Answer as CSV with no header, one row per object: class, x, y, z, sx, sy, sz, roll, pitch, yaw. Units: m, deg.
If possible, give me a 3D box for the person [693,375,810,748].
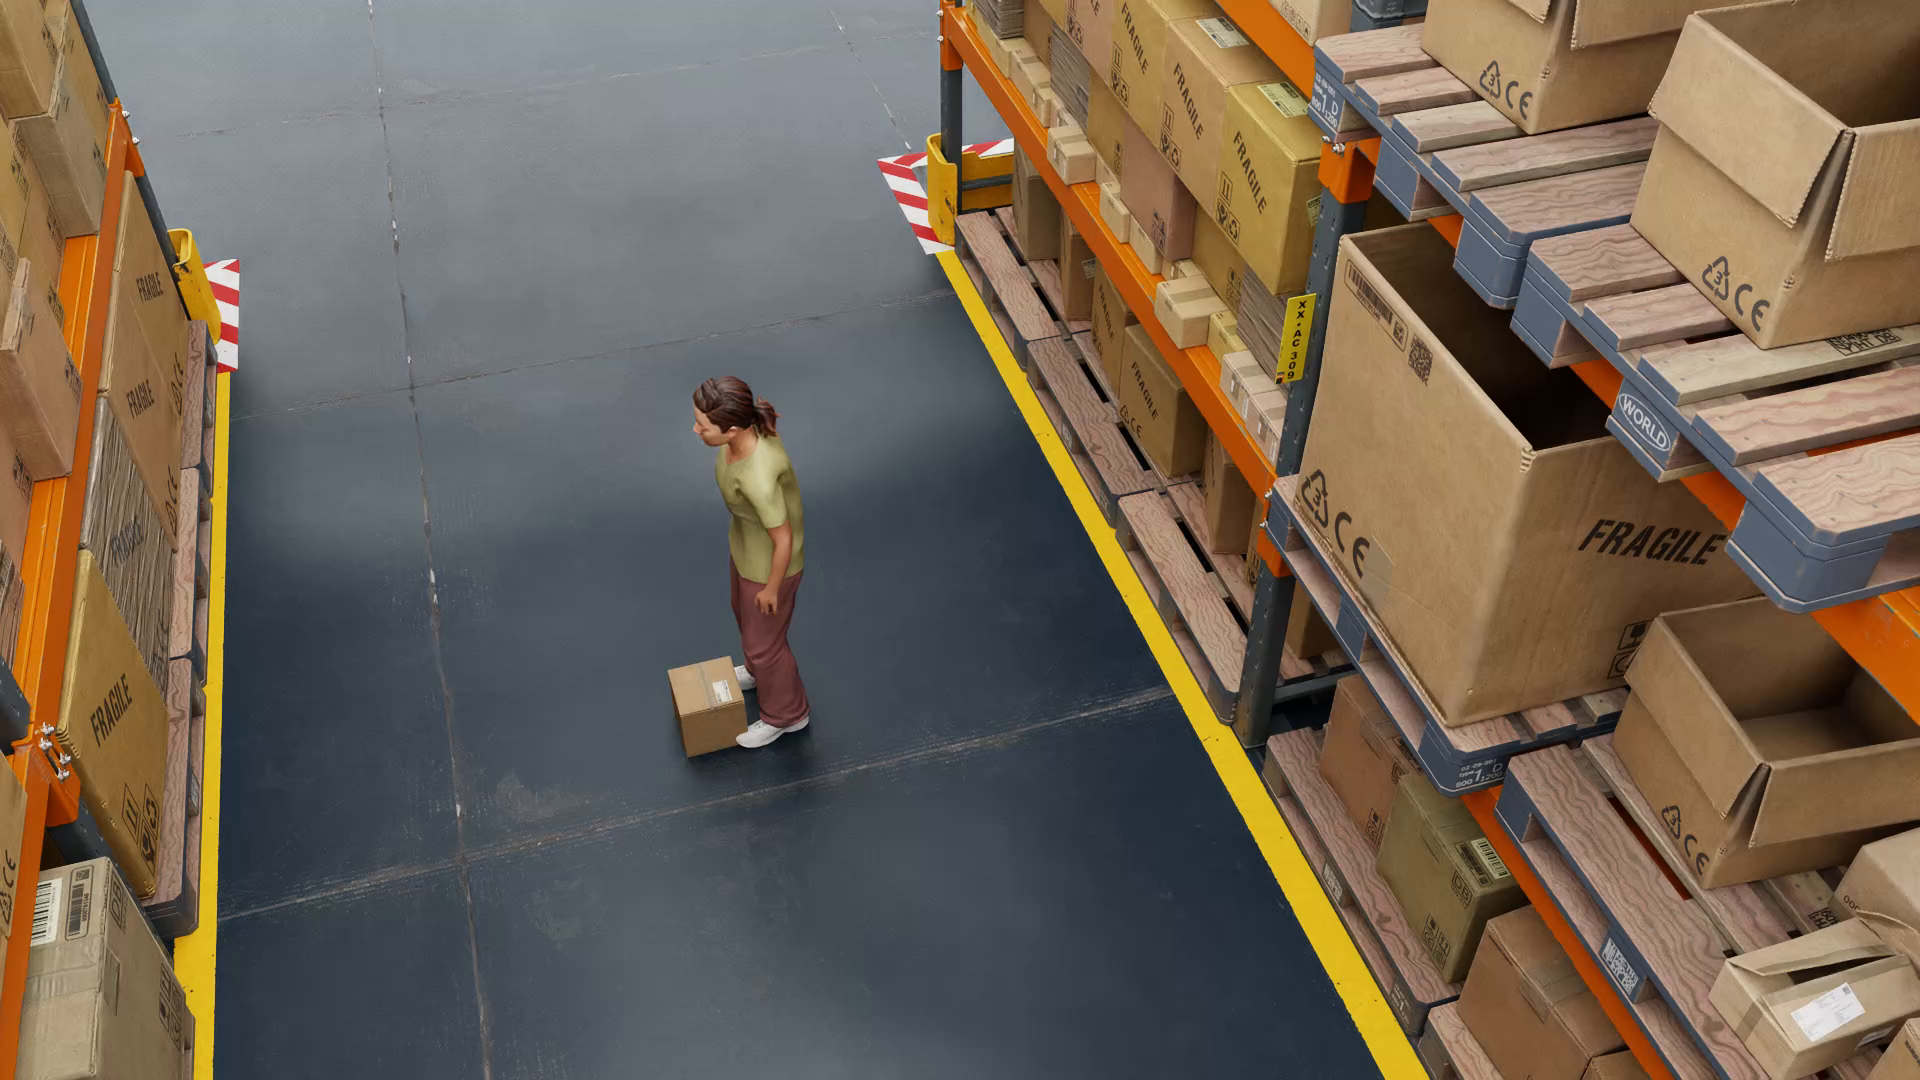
person,-0.748,0.067,6.088,0.360,1.672,0.496,-13,44,-13
